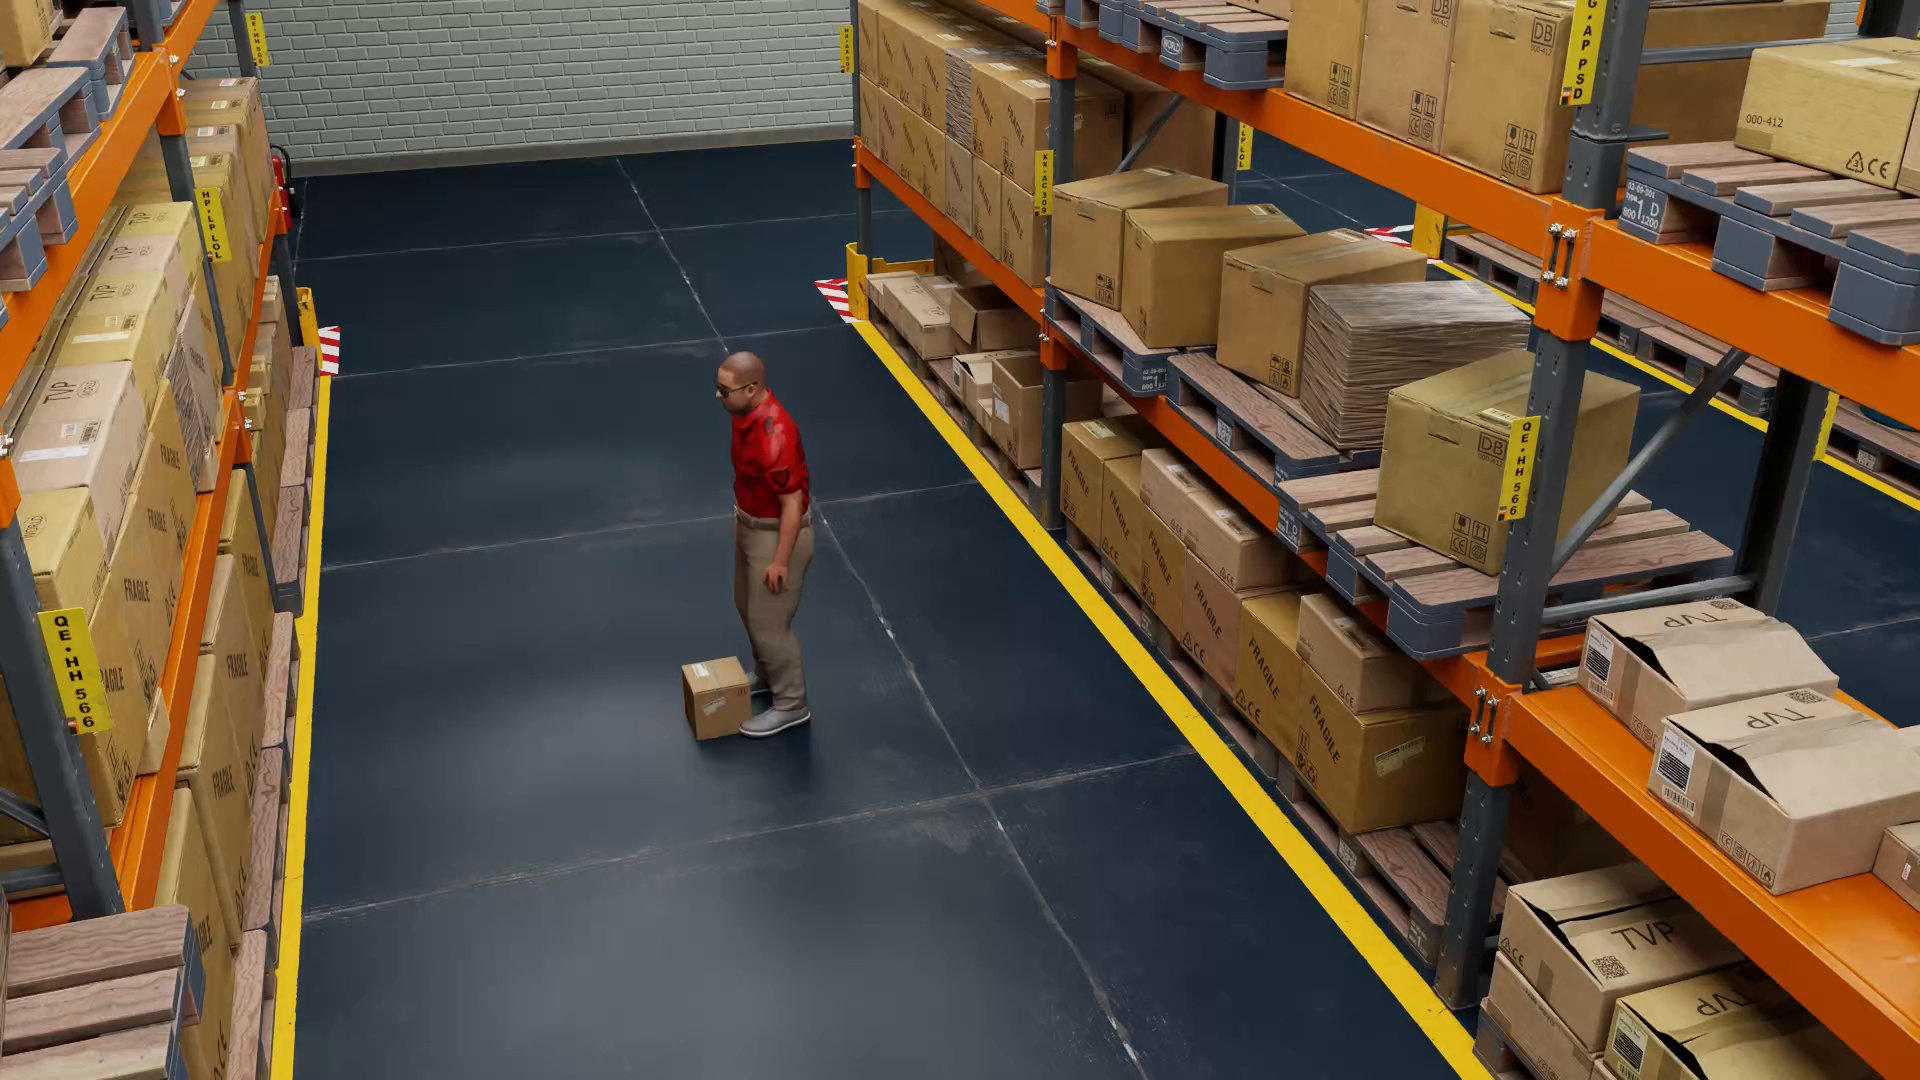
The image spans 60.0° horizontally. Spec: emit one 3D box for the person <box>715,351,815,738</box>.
[{"bbox_3d":[-0.836,-0.001,7.133,0.393,1.725,0.591,-9,28,-18],"label":"person"}]
